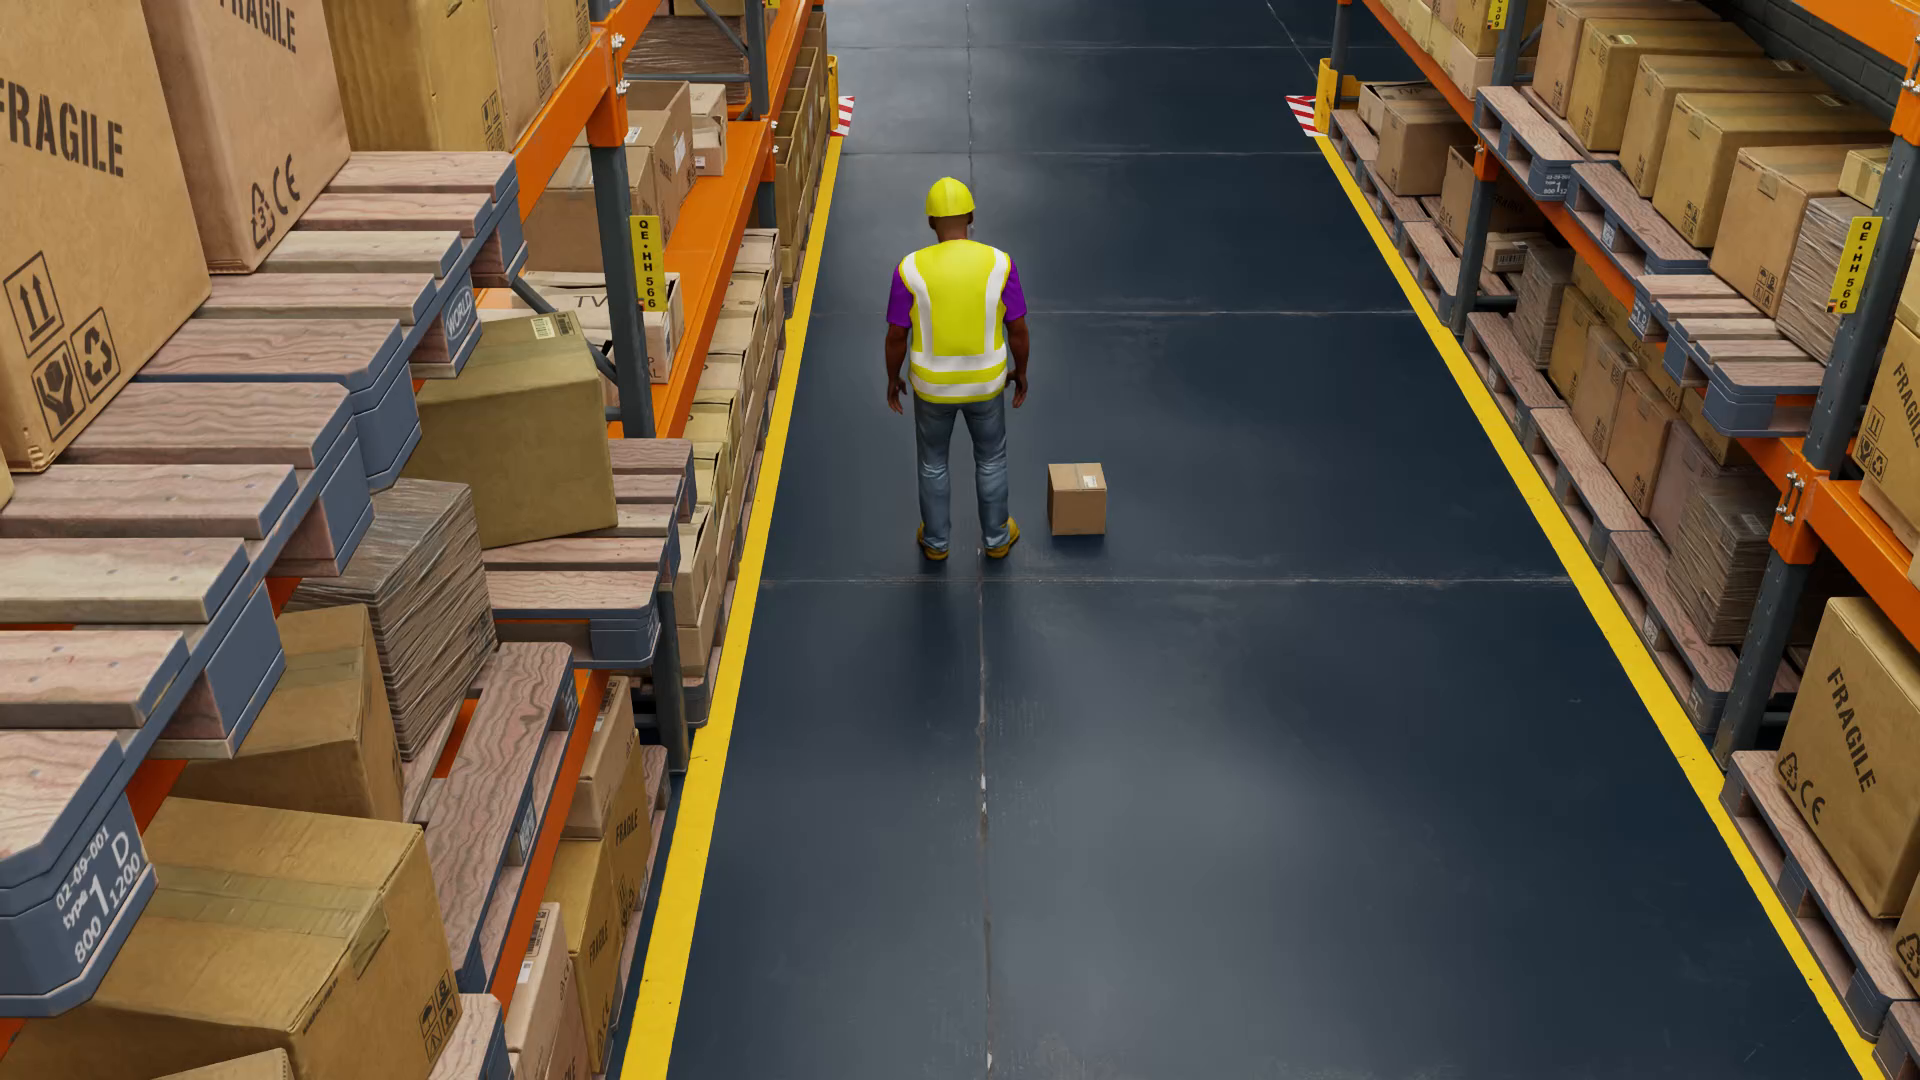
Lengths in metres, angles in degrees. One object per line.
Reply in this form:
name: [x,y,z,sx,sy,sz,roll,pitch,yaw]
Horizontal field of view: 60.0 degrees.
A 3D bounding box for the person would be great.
person: [-0.012,-0.717,7.296,0.631,1.759,0.461,-2,31,-3]
